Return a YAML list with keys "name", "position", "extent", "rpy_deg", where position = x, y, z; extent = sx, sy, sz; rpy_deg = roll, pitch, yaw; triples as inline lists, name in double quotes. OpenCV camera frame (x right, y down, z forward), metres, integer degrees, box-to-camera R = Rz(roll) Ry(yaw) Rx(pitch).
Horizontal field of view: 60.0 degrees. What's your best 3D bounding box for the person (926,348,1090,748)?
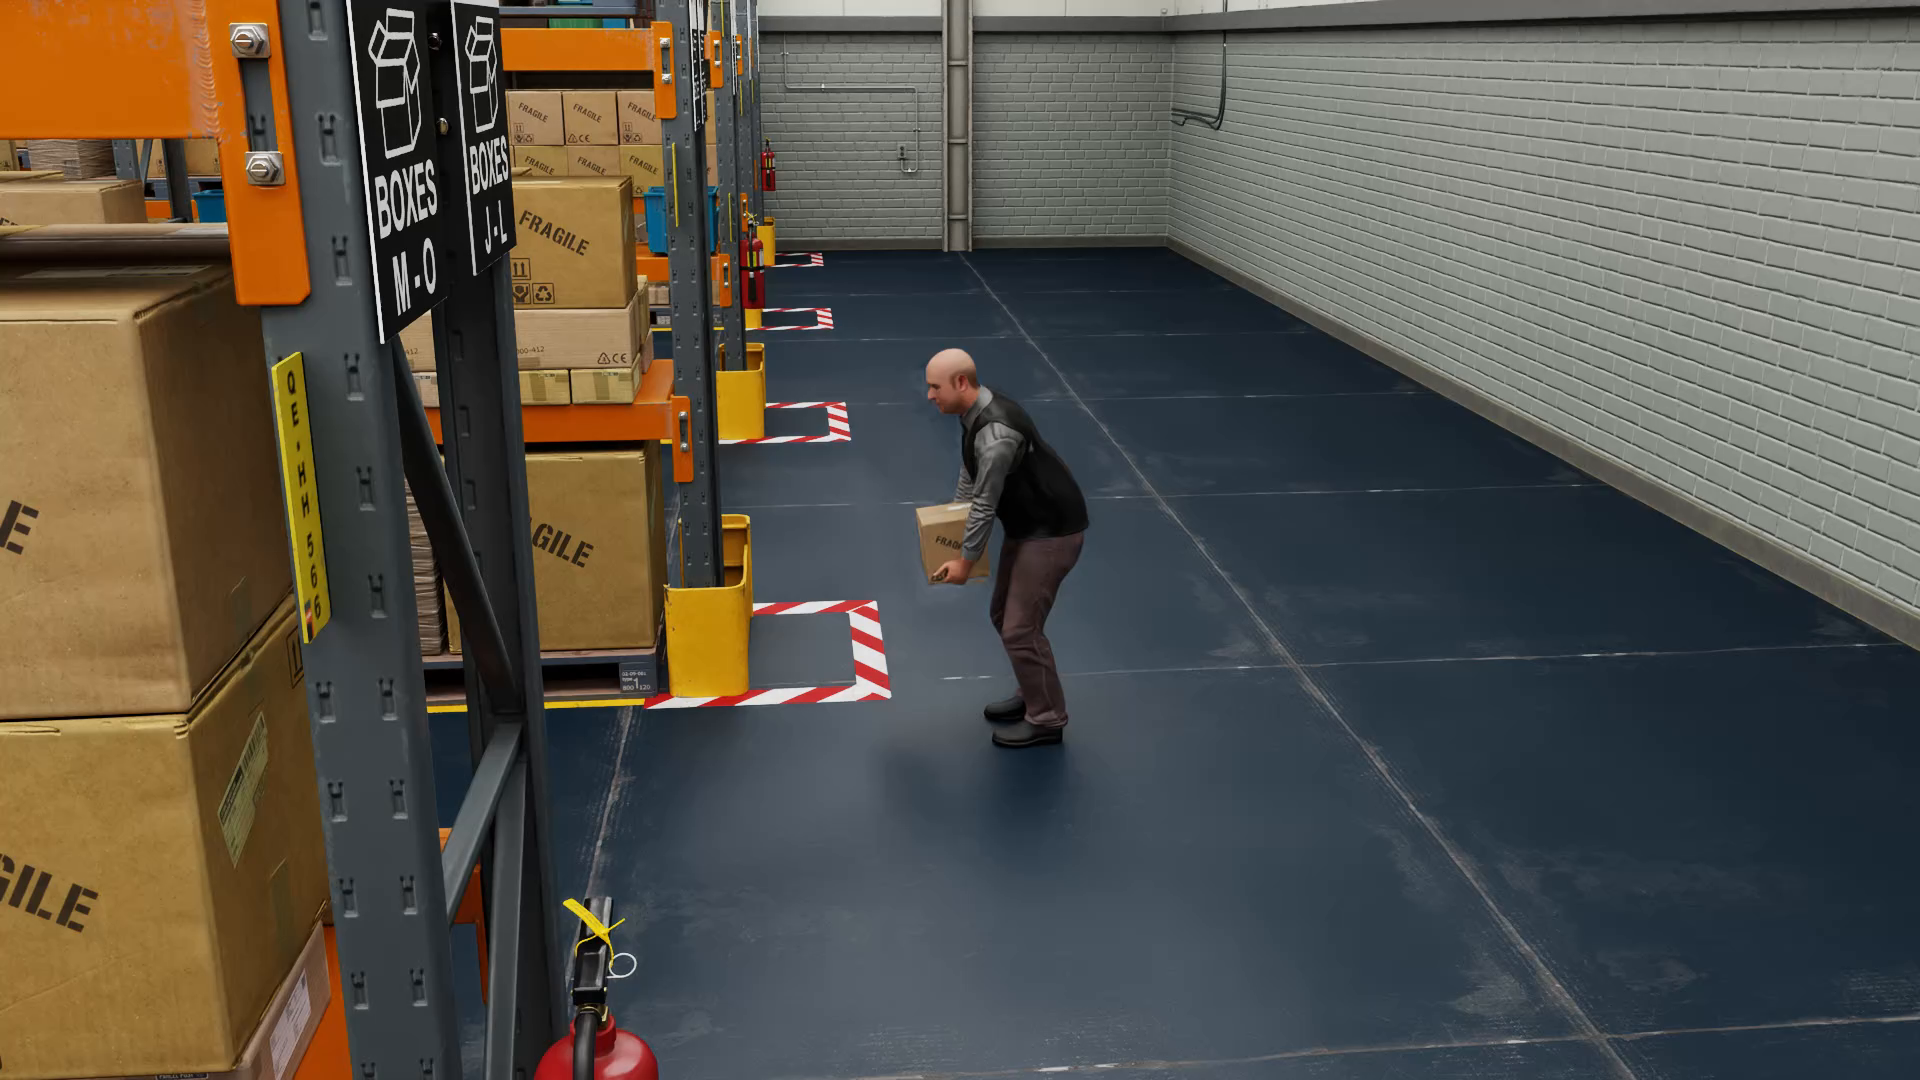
- name: "person"
  position: [0.187, 0.024, 6.700]
  extent: [0.646, 1.615, 0.475]
  rpy_deg: [-2, 17, -7]
